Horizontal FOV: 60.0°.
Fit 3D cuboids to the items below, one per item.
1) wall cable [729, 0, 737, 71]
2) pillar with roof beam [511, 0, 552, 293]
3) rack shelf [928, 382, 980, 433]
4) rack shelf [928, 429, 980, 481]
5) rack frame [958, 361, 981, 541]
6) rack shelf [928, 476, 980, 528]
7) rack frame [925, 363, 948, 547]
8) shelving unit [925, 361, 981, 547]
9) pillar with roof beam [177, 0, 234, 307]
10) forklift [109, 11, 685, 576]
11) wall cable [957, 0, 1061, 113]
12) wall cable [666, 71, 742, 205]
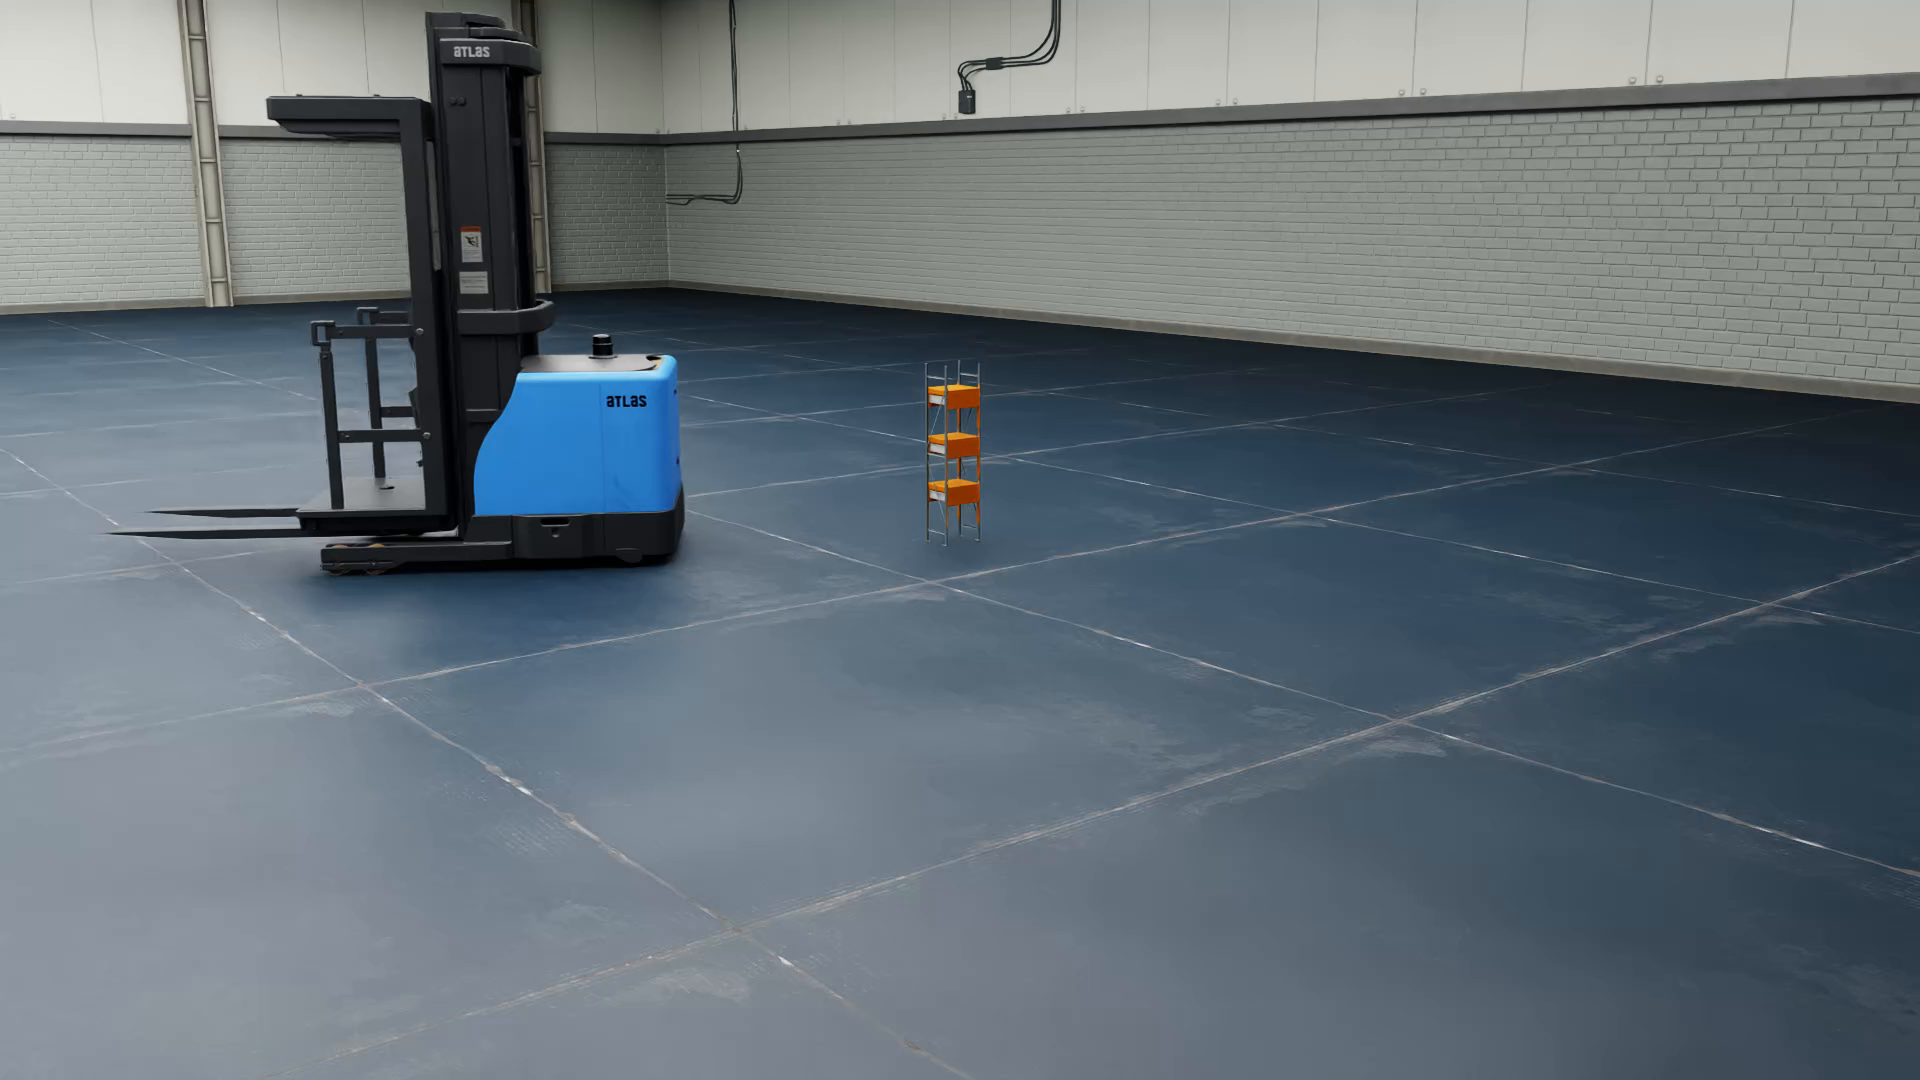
[{"bbox_3d":[-3.507,-9.972,30.471,0.112,2.526,3.097,-9,15,-38],"label":"wall cable"},{"bbox_3d":[-5.635,-8.593,28.661,0.400,9.000,9.100,-9,15,-38],"label":"pillar with roof beam"},{"bbox_3d":[-0.042,-0.774,9.660,0.240,0.259,0.215,-9,15,-38],"label":"rack shelf"},{"bbox_3d":[-0.042,-0.496,9.719,0.240,0.259,0.215,-9,15,-38],"label":"rack shelf"},{"bbox_3d":[0.053,-0.522,9.792,0.008,1.050,0.200,-9,15,-38],"label":"rack frame"},{"bbox_3d":[-0.042,-0.224,9.777,0.240,0.259,0.215,-9,15,-38],"label":"rack shelf"},{"bbox_3d":[-0.137,-0.491,9.643,0.008,1.050,0.200,-9,15,-38],"label":"rack frame"},{"bbox_3d":[-0.042,-0.507,9.717,0.252,1.050,0.215,-9,15,-38],"label":"shelving unit"},{"bbox_3d":[-10.320,-7.814,24.994,0.400,9.000,9.100,-9,15,-38],"label":"pillar with roof beam"},{"bbox_3d":[-3.126,-1.358,9.196,3.031,2.935,1.130,-1,12,-6],"label":"forklift"},{"bbox_3d":[0.721,-9.580,25.125,0.169,6.003,2.305,-9,15,-38],"label":"wall cable"},{"bbox_3d":[-5.197,-7.940,33.062,0.112,2.526,3.097,-9,15,-38],"label":"wall cable"}]
